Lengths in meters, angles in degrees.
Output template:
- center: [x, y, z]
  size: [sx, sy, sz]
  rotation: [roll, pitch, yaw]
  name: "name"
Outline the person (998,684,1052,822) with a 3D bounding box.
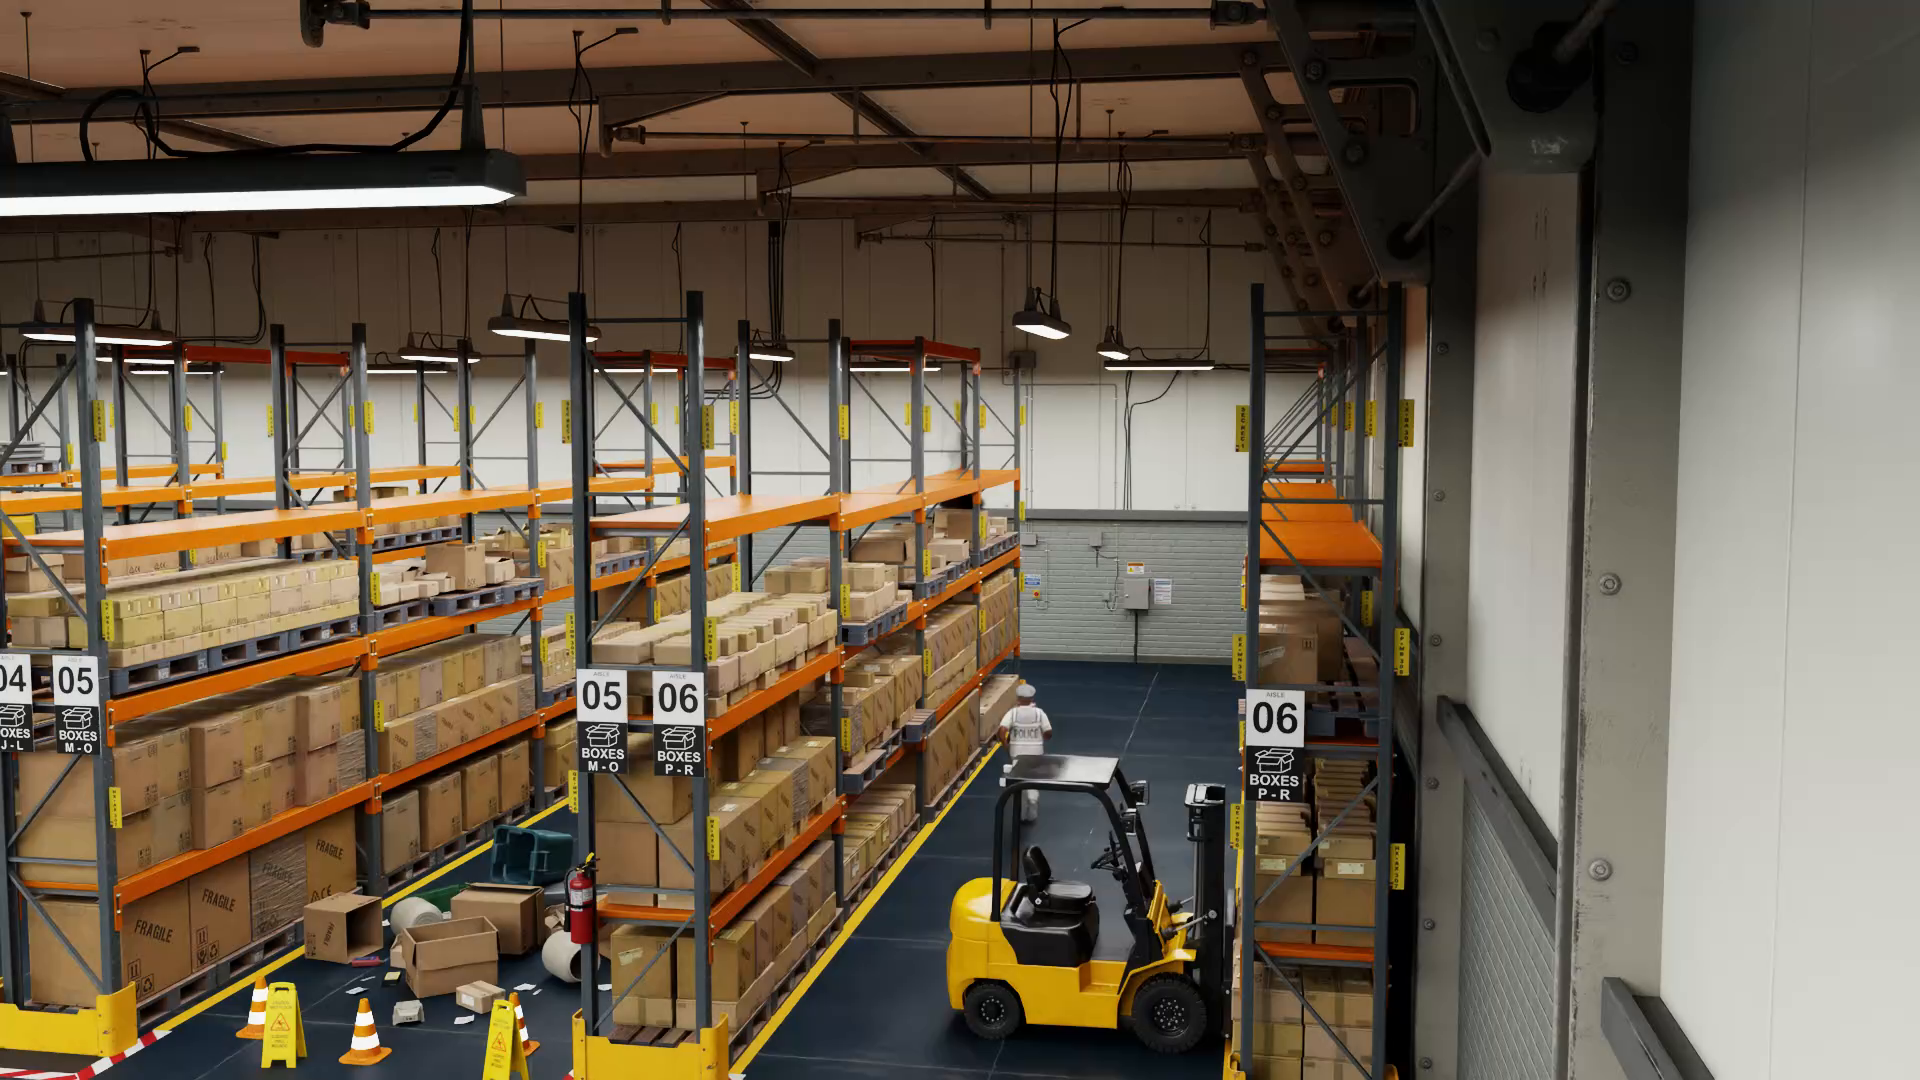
- center: [0.799, 2.673, 20.430]
  size: [0.672, 1.790, 0.814]
  rotation: [0, 5, 1]
  name: "person"
